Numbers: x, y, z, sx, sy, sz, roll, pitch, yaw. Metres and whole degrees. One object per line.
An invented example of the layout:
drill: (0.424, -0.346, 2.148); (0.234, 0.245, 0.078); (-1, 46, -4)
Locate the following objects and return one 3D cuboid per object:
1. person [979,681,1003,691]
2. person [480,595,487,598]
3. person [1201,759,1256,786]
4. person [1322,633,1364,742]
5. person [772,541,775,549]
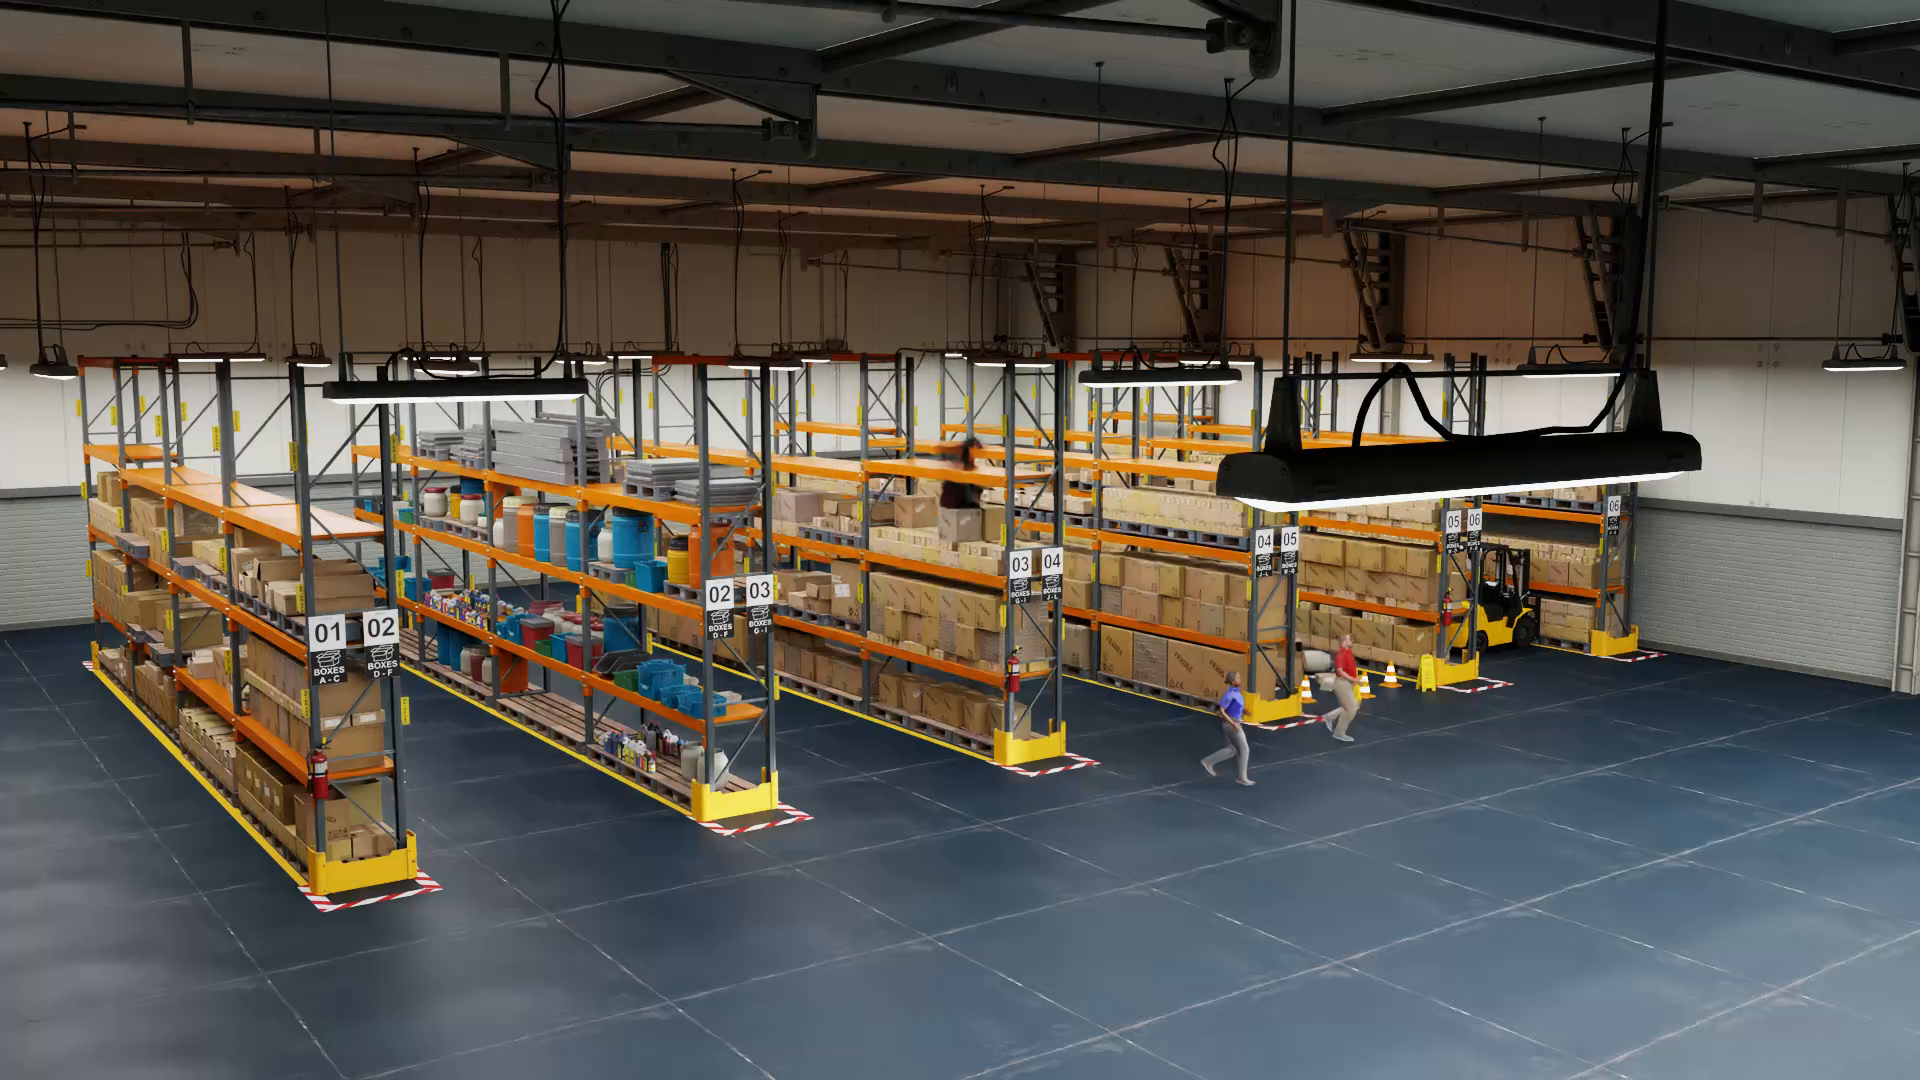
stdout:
person: (0.522, 1.794, 30.048); (0.983, 1.740, 0.651); (6, 9, 42)
person: (-10.593, 1.828, 30.682); (2.187, 1.547, 3.033); (6, 9, 41)
person: (3.823, 3.281, 23.717); (0.783, 0.423, 0.129); (1, 7, 8)
person: (6.036, 2.305, 26.185); (0.635, 1.692, 0.705); (2, 7, 17)
person: (-4.827, 0.443, 41.815); (0.532, 1.650, 0.802); (-2, 7, -19)
